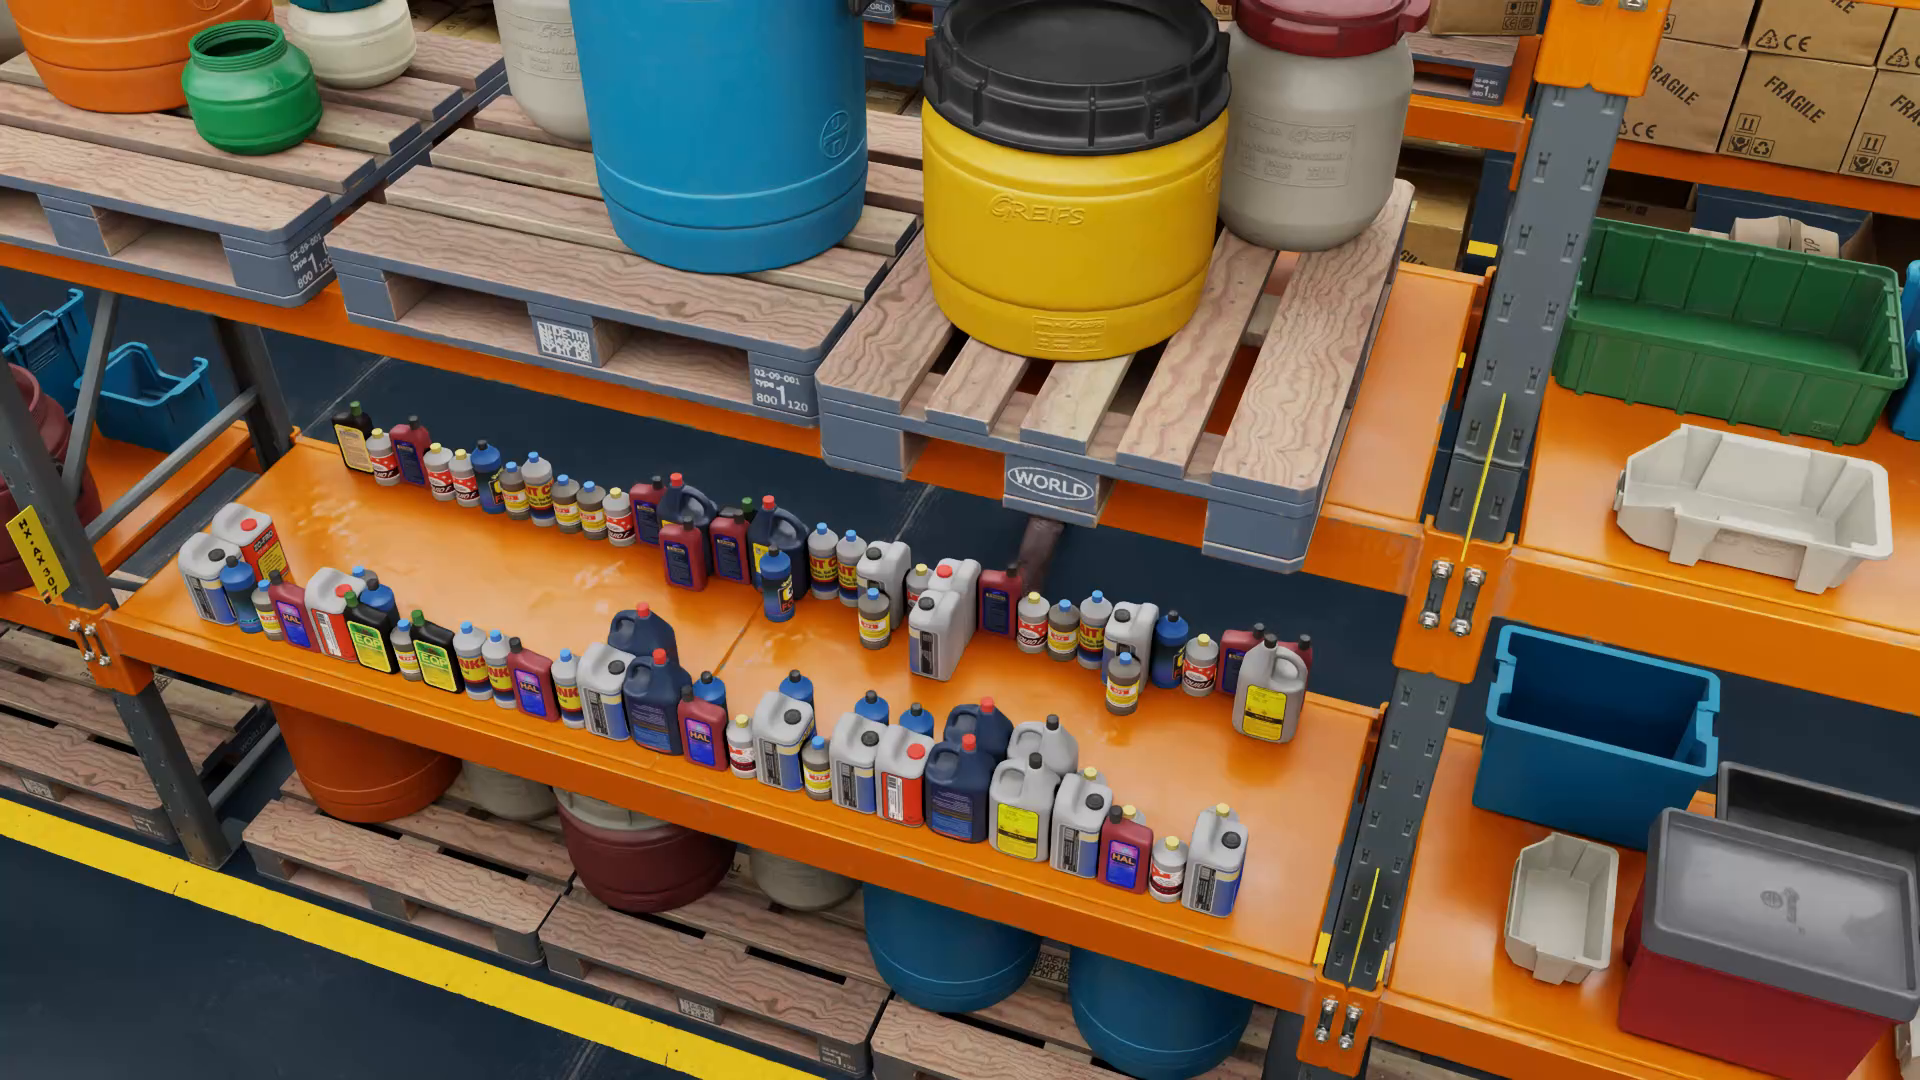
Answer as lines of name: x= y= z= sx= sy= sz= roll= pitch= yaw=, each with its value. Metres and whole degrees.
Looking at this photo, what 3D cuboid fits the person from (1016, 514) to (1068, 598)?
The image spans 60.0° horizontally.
person: x=0.385 y=-0.498 z=6.772 sx=0.563 sy=1.669 sz=1.103 roll=21 pitch=45 yaw=22
